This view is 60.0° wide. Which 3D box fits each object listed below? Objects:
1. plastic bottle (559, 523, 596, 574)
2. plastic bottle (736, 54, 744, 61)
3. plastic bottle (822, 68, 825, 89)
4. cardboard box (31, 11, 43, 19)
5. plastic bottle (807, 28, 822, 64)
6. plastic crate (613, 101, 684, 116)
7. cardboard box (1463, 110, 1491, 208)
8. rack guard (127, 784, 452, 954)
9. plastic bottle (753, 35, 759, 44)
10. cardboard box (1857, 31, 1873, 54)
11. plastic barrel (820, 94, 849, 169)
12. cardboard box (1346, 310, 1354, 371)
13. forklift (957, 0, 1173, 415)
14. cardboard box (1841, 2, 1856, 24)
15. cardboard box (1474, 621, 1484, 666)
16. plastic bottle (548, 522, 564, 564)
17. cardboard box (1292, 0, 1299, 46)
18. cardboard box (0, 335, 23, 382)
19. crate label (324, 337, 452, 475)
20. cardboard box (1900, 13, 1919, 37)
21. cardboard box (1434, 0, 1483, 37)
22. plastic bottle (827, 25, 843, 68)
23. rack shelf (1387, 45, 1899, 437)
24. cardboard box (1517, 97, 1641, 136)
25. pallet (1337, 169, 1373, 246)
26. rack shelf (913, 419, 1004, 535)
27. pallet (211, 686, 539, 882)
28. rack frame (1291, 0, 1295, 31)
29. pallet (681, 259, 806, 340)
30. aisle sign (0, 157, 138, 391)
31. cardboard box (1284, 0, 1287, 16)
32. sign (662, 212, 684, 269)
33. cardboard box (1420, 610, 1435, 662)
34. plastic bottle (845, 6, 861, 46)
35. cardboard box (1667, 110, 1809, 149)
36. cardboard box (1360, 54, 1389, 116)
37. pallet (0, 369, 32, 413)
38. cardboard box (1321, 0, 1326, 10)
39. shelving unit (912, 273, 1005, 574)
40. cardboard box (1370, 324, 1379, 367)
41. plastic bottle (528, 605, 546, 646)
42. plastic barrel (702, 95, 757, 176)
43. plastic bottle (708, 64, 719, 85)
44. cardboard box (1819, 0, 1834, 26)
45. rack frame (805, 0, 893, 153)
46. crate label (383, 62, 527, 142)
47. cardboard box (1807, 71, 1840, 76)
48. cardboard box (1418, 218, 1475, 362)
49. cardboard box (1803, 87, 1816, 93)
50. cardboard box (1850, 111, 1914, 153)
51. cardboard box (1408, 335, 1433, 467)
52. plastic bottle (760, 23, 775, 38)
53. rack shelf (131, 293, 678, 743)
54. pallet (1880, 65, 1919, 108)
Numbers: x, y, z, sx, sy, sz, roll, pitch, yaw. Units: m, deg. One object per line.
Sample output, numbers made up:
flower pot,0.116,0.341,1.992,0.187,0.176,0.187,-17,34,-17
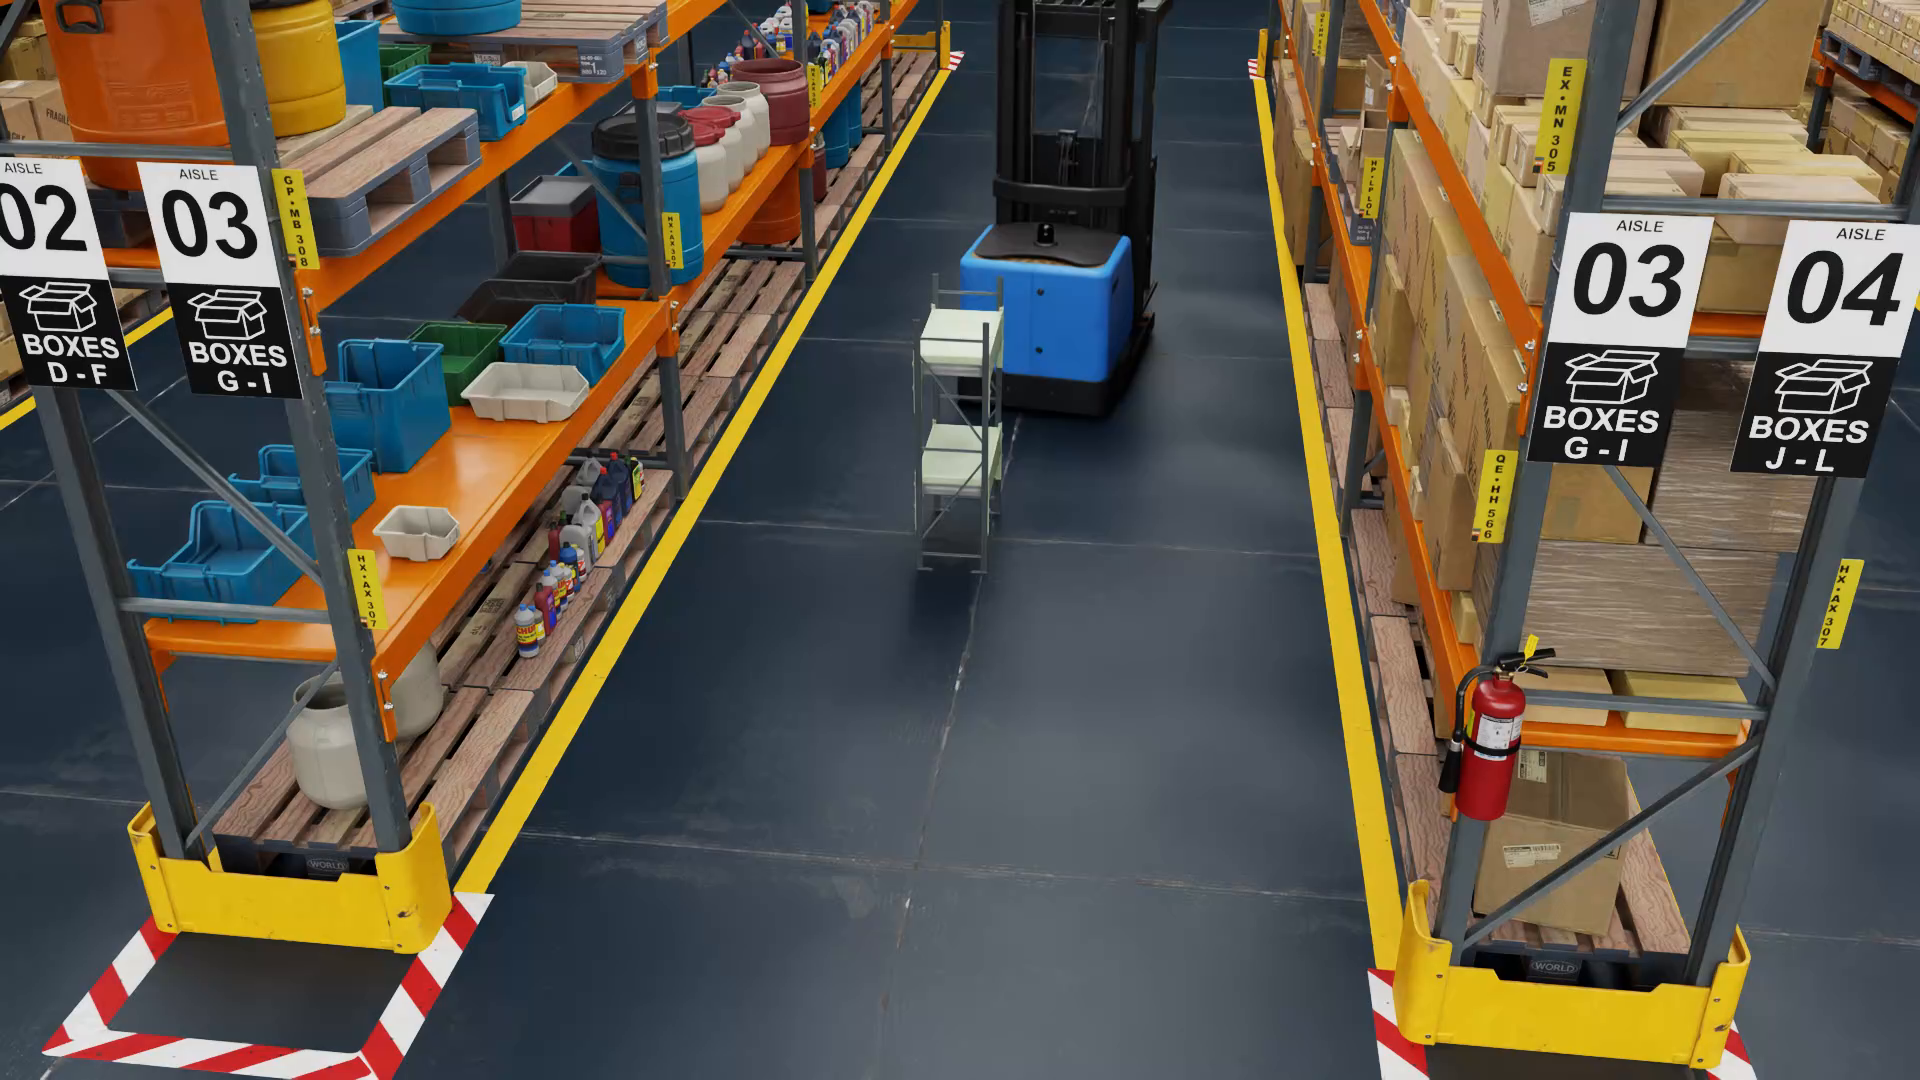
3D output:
plastic bottle,-2.058,0.027,8.945,0.152,0.276,0.135,4,29,7
plastic bottle,-1.918,-4.110,14.426,0.097,0.201,0.097,0,28,0
plastic bottle,-1.200,-3.931,14.093,0.097,0.201,0.097,0,28,0
cardboard box,-10.550,-6.070,19.364,0.380,0.149,0.250,3,28,5
plastic bottle,-1.288,-4.336,14.688,0.144,0.351,0.185,3,28,6
plastic crate,-2.190,-2.785,11.689,0.402,0.464,0.583,3,28,6
cardboard box,2.184,-1.418,6.215,0.500,0.250,0.500,4,29,7
rack guard,-2.706,1.328,6.758,1.175,0.500,0.348,3,28,6
plastic bottle,-1.823,-4.348,14.780,0.061,0.283,0.133,3,28,6
cardboard box,8.029,-4.308,14.406,0.380,0.149,0.250,4,29,7
plastic barrel,-1.368,-4.055,15.884,0.600,0.901,0.708,3,28,6
cardboard box,3.047,-1.459,11.468,0.700,0.500,0.500,6,29,10
forklift,0.859,-2.807,11.871,1.130,2.935,3.031,7,29,13
cardboard box,8.093,-4.683,14.789,0.380,0.149,0.250,3,28,5
cardboard box,2.109,0.401,6.108,0.380,0.149,0.250,3,28,6
plastic bottle,-2.164,0.018,8.954,0.061,0.283,0.133,3,28,6
cardboard box,3.413,-4.937,15.645,0.500,0.500,0.500,3,29,6
cardboard box,-6.735,-1.297,11.450,0.500,0.250,0.500,4,29,7
crate label,-2.711,-0.631,7.722,0.502,0.435,0.616,3,28,6
cardboard box,7.936,-4.200,13.579,0.380,0.149,0.250,4,29,8
cardboard box,2.372,-2.368,7.557,0.380,0.149,0.250,4,29,7
plastic bottle,-1.121,-4.390,14.789,0.144,0.351,0.185,3,28,6
rack shelf,2.492,-1.391,6.766,1.077,0.370,4.000,3,28,6
cardboard box,2.206,-1.504,5.955,0.380,0.149,0.250,4,29,7
pallet,3.026,-2.193,10.860,1.003,0.211,1.213,3,28,6
rack shelf,-0.001,-0.370,9.543,0.431,0.370,0.720,3,28,6
pallet,-2.601,1.073,7.535,1.003,0.211,1.213,3,28,6
rack frame,3.718,-5.095,16.044,1.000,3.000,0.127,3,28,6
pallet,-1.822,-1.909,13.072,1.003,0.211,1.213,3,28,6
aisle sign,-2.972,-0.862,5.446,0.394,0.787,0.004,3,28,6
cardboard box,3.493,-5.389,16.854,0.380,0.149,0.250,3,28,5
sign,-1.634,-1.701,9.454,0.100,0.325,0.005,3,28,6
cardboard box,2.588,0.340,8.150,0.500,0.500,0.500,1,28,2
plastic bottle,-1.009,-4.822,15.590,0.144,0.351,0.185,3,28,6
cardboard box,2.651,-1.359,5.685,0.380,0.149,0.250,4,29,8
cardboard box,3.201,-3.184,11.949,0.500,0.500,0.500,0,28,0
pallet,-7.042,-1.028,11.435,1.003,0.211,1.213,3,28,6
cardboard box,3.552,-4.957,14.625,0.797,0.503,0.637,4,29,7
shelving unit,-0.001,-0.657,9.388,0.431,1.500,0.755,3,28,6
cardboard box,2.369,-1.018,8.741,0.380,0.149,0.250,3,28,6
plastic bottle,-2.124,0.420,8.294,0.097,0.201,0.097,0,28,0
plastic barrel,-1.654,-2.854,11.767,0.421,0.512,0.421,0,28,0
plastic bottle,-2.034,-3.772,13.712,0.061,0.283,0.133,3,28,6
cardboard box,8.407,-5.178,15.779,0.500,0.500,0.500,3,28,6
rack frame,-1.198,-5.382,16.578,1.000,3.000,0.127,3,28,6
crate label,-2.111,-1.851,7.017,0.502,0.251,0.408,3,28,6
cardboard box,9.092,-4.835,17.497,0.380,0.149,0.250,3,29,6
cardboard box,2.258,-1.040,7.045,0.500,0.500,0.500,3,28,6
cardboard box,8.538,-4.491,16.859,0.380,0.149,0.250,4,29,8
cardboard box,8.212,-3.590,14.653,0.500,0.250,0.500,4,29,8
cardboard box,2.461,-0.588,7.260,0.875,0.500,0.500,3,28,6
plastic bottle,-1.775,-4.587,15.232,0.152,0.276,0.135,3,28,6
rack shelf,-2.423,-0.359,8.011,1.077,0.370,4.000,3,28,6
pallet,8.340,-3.726,13.705,1.003,0.211,1.213,3,28,6
